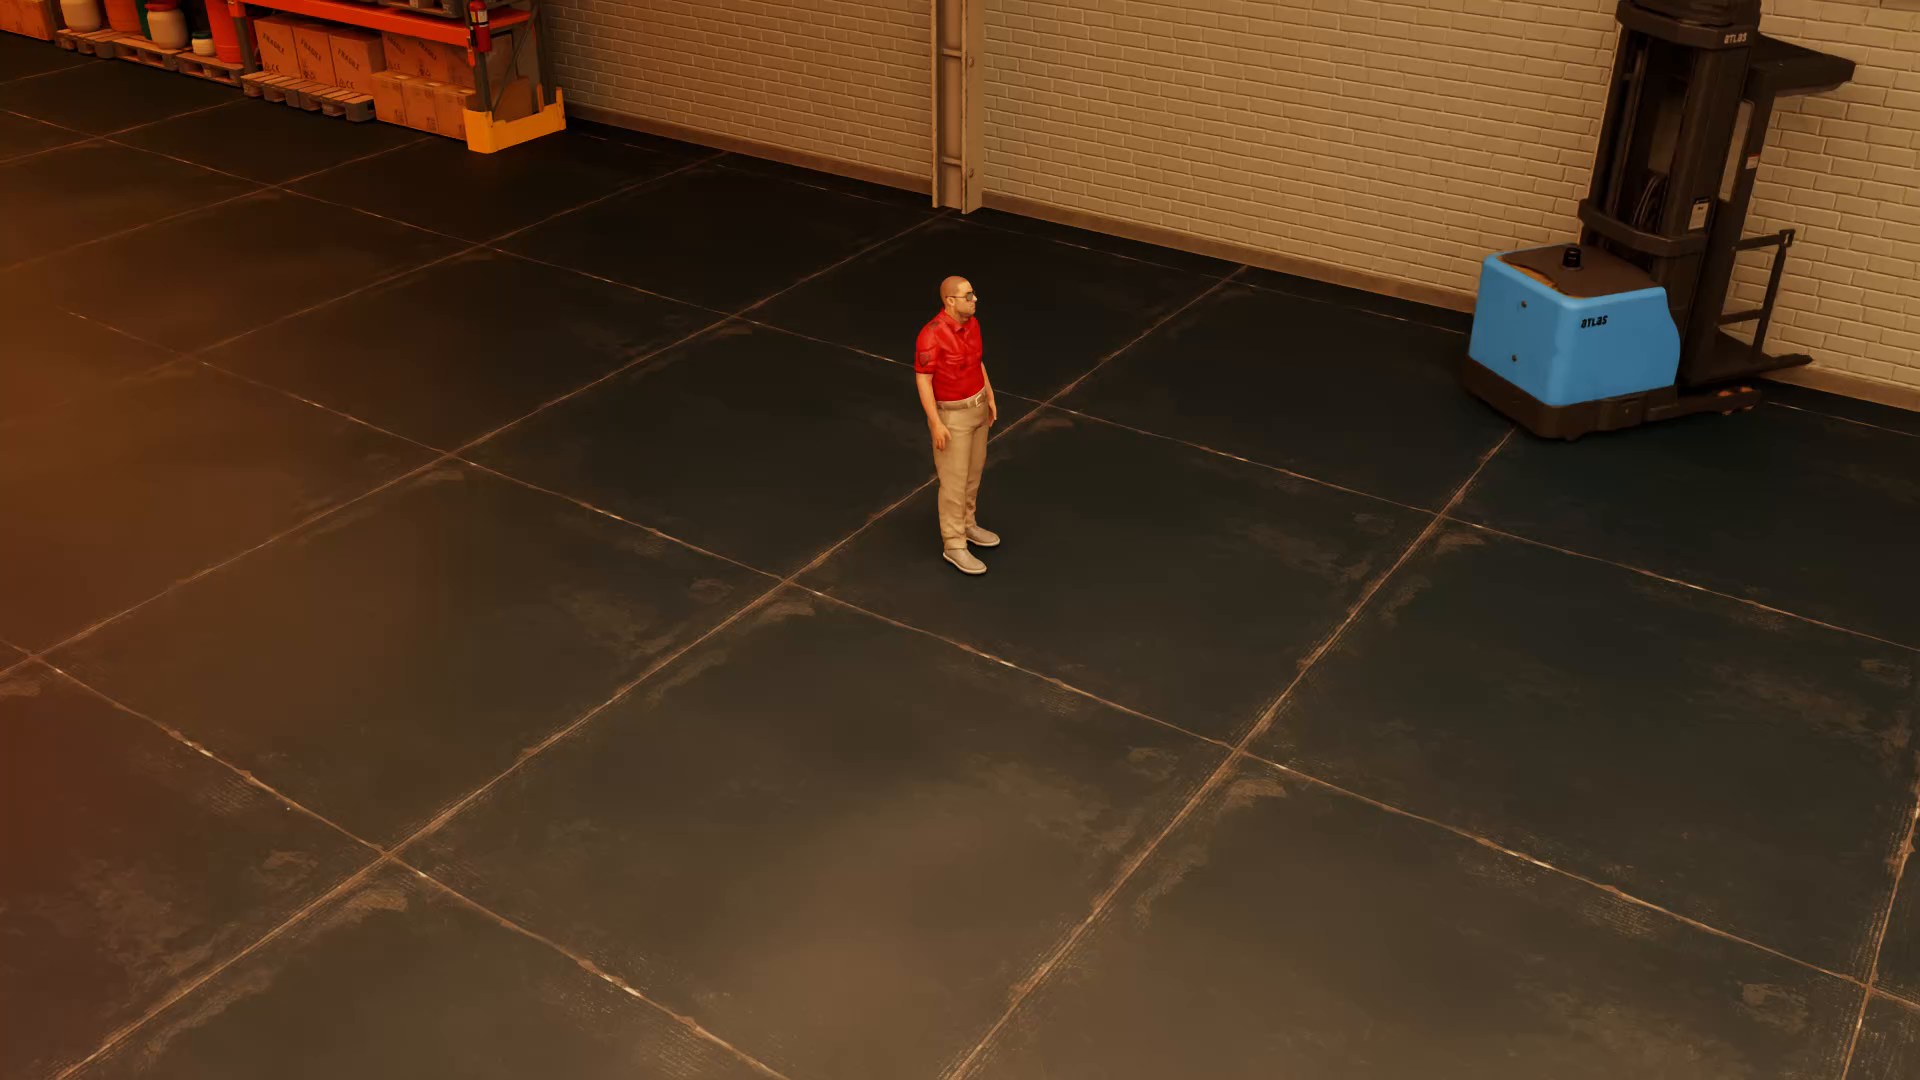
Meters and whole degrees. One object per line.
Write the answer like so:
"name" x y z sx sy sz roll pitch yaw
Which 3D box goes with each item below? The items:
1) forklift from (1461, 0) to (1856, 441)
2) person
"forklift" 5.288 -2.415 11.741 3.031 2.935 1.130 -11 32 -18
"person" 0.067 -0.723 10.010 0.551 1.727 0.640 19 35 29
